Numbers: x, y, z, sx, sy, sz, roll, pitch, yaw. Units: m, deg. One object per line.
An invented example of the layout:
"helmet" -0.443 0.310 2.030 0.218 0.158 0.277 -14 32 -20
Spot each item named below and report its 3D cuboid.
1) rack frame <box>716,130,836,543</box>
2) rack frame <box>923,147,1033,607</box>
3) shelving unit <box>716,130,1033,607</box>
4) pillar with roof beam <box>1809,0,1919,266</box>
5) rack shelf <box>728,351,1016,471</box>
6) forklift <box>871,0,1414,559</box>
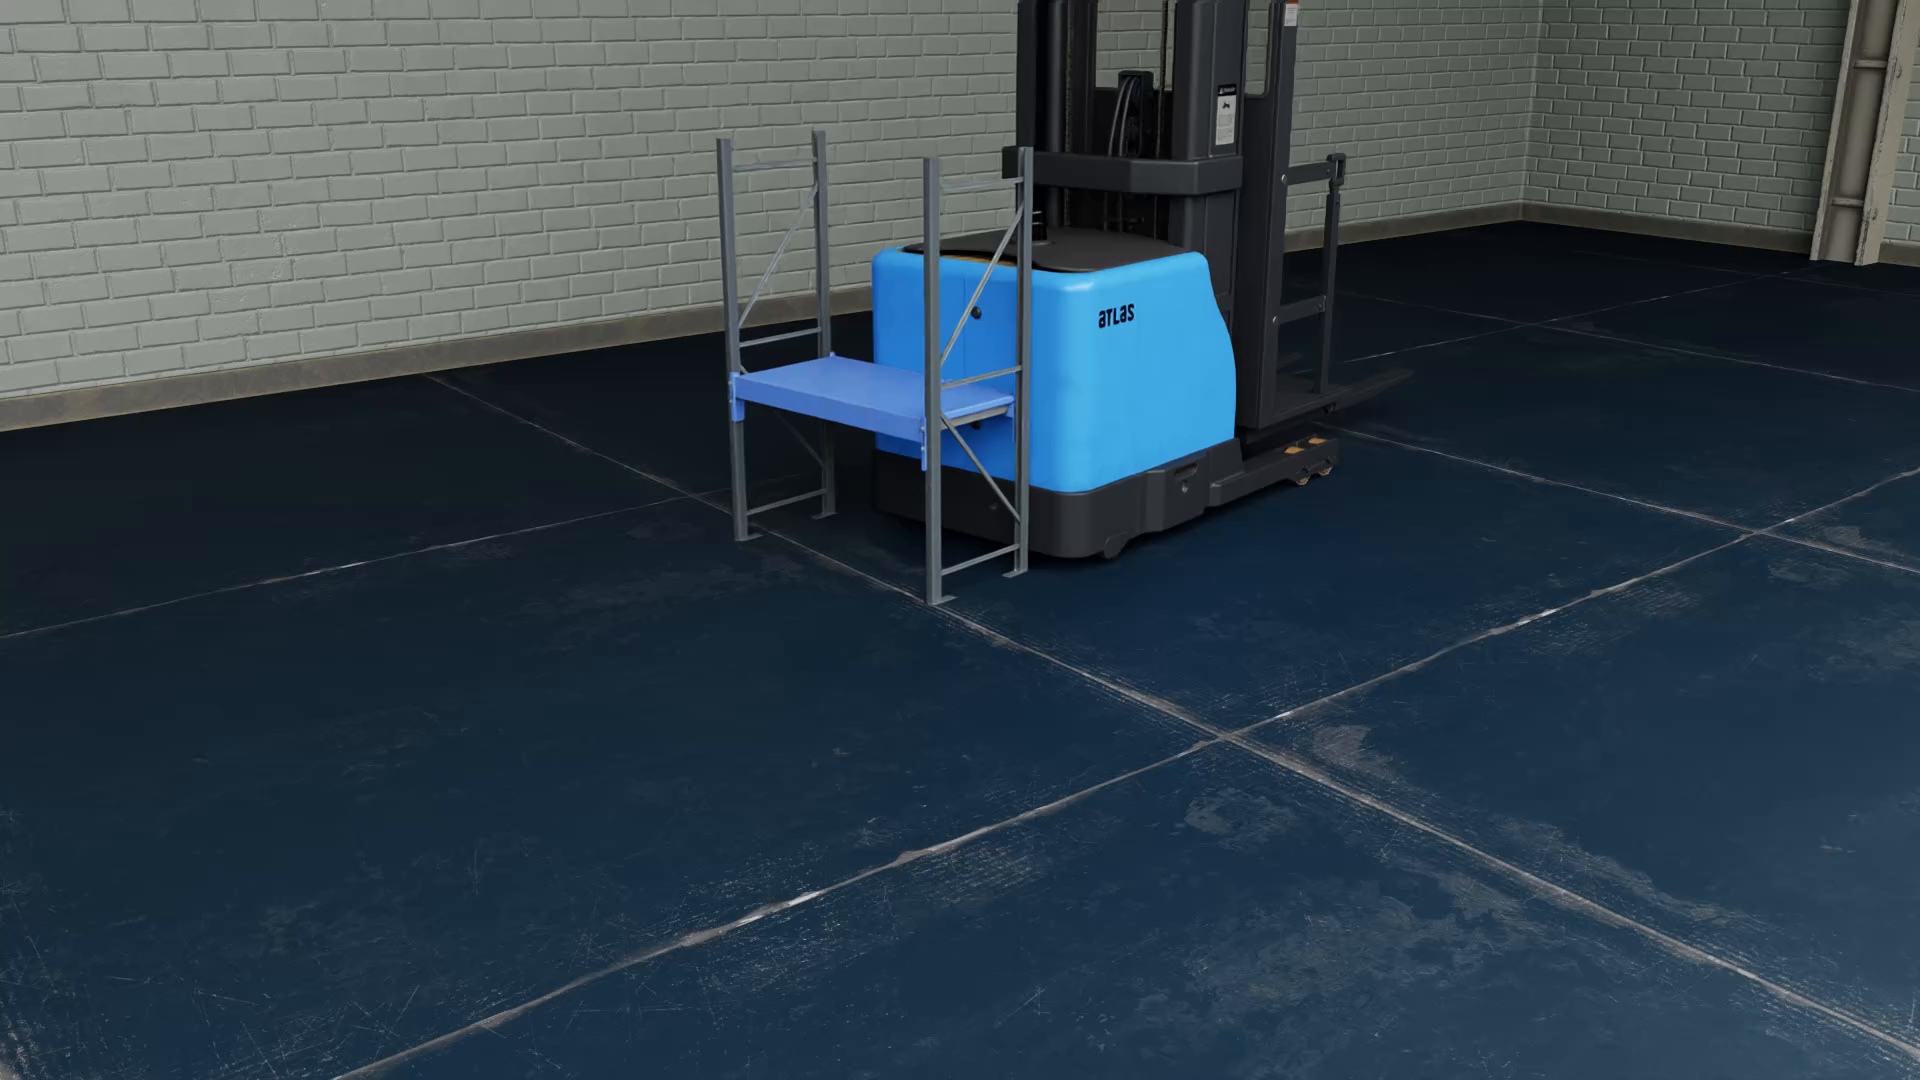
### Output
"rack frame" -0.681 -0.761 6.273 0.032 1.500 0.500 16 24 40
"rack frame" 0.065 -0.544 5.617 0.032 1.500 0.500 16 24 40
"shelving unit" -0.308 -0.652 5.945 1.048 1.500 0.538 16 24 40
"pillar with roof beam" 3.492 -5.602 8.966 9.100 9.000 0.400 -14 23 -36
"rack shelf" -0.308 -0.482 6.002 1.000 0.185 0.538 16 24 40
"forklift" 0.992 -1.713 6.872 1.130 2.935 3.031 15 24 38
